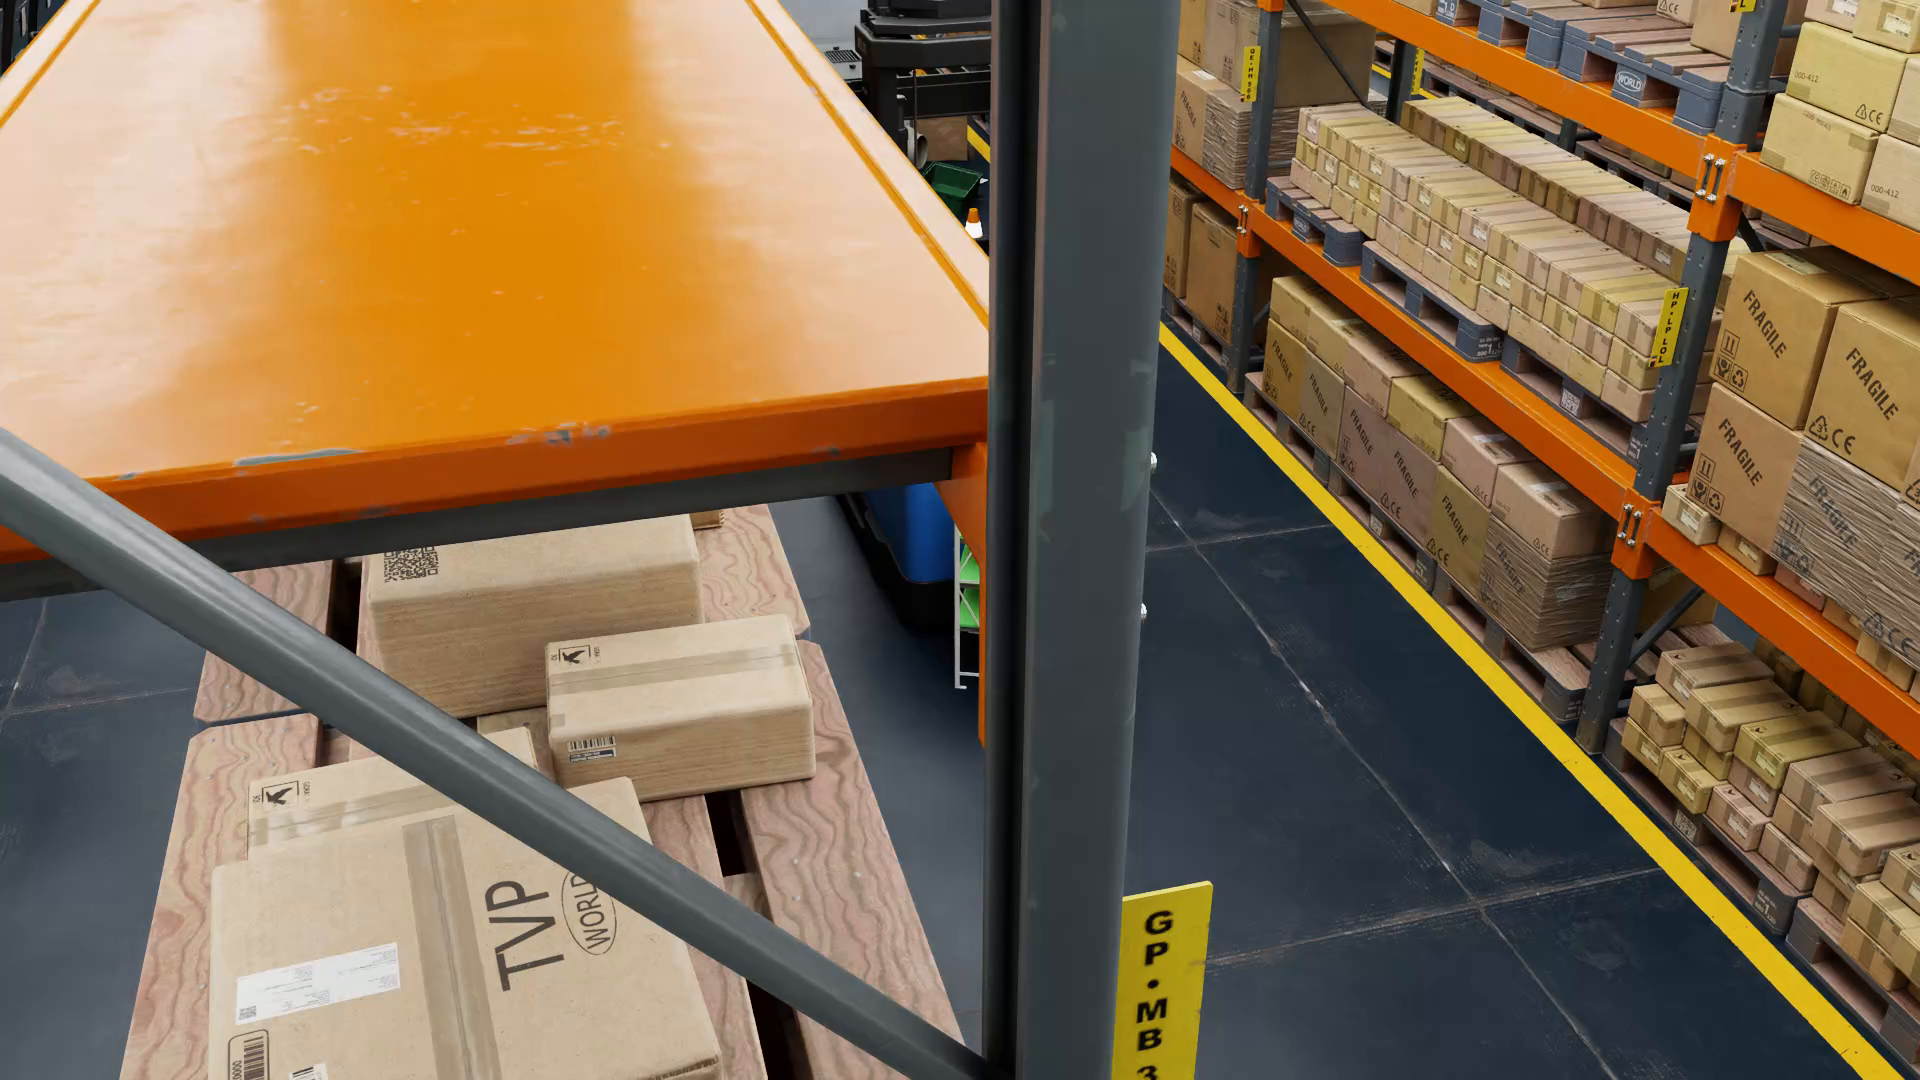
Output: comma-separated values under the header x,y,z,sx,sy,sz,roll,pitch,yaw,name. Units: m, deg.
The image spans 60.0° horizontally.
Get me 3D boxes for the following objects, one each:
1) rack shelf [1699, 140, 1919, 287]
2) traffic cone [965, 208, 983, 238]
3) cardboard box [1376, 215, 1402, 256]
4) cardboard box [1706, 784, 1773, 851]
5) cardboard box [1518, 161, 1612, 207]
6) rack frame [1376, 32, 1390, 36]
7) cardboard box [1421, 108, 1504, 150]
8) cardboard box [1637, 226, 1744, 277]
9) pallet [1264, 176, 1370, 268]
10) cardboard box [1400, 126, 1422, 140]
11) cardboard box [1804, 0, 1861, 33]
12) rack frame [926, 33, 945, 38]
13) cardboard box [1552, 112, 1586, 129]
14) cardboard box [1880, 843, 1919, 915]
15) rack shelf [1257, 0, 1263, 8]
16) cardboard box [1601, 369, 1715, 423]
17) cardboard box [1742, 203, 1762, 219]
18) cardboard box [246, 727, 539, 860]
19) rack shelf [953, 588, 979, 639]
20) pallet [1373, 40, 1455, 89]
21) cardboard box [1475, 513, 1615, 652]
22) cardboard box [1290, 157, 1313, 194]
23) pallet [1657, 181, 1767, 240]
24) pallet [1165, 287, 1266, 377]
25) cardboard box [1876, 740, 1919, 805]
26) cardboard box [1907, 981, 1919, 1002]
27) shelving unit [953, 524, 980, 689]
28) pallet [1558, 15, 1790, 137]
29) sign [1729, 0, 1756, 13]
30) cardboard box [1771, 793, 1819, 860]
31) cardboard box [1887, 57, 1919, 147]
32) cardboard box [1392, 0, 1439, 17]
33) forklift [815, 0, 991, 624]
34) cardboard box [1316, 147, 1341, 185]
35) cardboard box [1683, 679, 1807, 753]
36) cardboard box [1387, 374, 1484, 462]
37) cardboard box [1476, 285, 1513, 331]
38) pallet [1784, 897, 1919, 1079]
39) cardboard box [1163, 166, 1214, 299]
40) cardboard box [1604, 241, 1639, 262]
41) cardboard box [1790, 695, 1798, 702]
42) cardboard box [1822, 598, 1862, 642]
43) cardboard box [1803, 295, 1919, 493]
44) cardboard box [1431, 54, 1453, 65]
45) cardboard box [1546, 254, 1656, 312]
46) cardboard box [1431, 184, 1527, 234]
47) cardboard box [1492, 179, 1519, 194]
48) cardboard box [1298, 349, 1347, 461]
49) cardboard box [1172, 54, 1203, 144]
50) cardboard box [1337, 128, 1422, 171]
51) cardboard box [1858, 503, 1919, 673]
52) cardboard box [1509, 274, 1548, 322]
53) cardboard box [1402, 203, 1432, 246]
x,y,z,sx,sy,sz,roll,pitch,yaw,name
3.852,-0.430,4.722,1.077,0.370,4.000,-8,31,-13,rack shelf
0.098,-2.326,12.807,0.336,0.463,0.334,-8,31,-13,traffic cone
2.473,-1.652,8.942,0.380,0.149,0.250,-7,31,-12,cardboard box
3.295,1.104,6.775,0.380,0.149,0.250,-8,31,-14,cardboard box
3.173,-1.870,8.725,0.380,0.149,0.250,-6,31,-11,cardboard box
4.945,-6.815,18.030,1.000,3.000,0.127,-8,31,-13,rack frame
2.896,-2.374,9.594,0.380,0.149,0.250,-8,31,-14,cardboard box
3.451,-1.369,7.859,0.380,0.149,0.250,-8,31,-14,cardboard box
2.552,-1.927,9.777,1.213,0.211,1.003,-8,31,-13,pallet
2.830,-2.364,9.875,0.380,0.149,0.250,-7,31,-12,cardboard box
3.165,-1.858,5.724,0.380,0.149,0.250,-8,31,-14,cardboard box
0.136,-6.204,16.975,1.000,3.000,0.127,-8,31,-13,rack frame
5.939,-4.182,15.556,0.500,0.500,0.500,-9,31,-15,cardboard box
3.576,1.214,5.991,0.380,0.149,0.250,-9,31,-15,cardboard box
1.729,-4.293,11.397,1.077,0.370,4.000,-8,31,-13,rack shelf
3.025,-0.647,7.205,0.380,0.149,0.250,-9,31,-14,cardboard box
6.555,-2.920,13.356,0.700,0.500,0.500,-5,30,-9,cardboard box
-0.757,0.419,2.270,0.380,0.149,0.250,-10,32,-17,cardboard box
0.129,0.342,8.069,0.258,0.148,0.480,4,30,7,rack shelf
5.147,-5.174,17.979,1.003,0.211,1.213,-8,31,-13,pallet
2.882,0.168,8.042,0.500,0.500,0.500,-8,31,-14,cardboard box
2.184,-2.171,9.837,0.380,0.149,0.250,-8,31,-14,cardboard box
6.542,-2.710,13.721,1.003,0.211,1.213,-8,31,-13,pallet
2.123,-1.524,11.673,1.003,0.211,1.213,-8,31,-13,pallet
3.839,0.896,6.540,0.380,0.149,0.250,-7,31,-12,cardboard box
3.635,1.600,5.918,0.380,0.149,0.250,-7,31,-12,cardboard box
0.129,0.079,7.916,0.258,1.200,0.503,4,30,7,shelving unit
3.260,-1.938,6.797,1.213,0.211,1.003,-8,31,-13,pallet
2.787,-2.026,5.852,0.100,0.325,0.005,-8,31,-13,sign
3.431,1.086,6.509,0.380,0.149,0.250,-9,31,-16,cardboard box
3.345,-1.353,5.249,0.500,0.250,0.500,-8,31,-13,cardboard box
2.432,-2.889,8.154,0.500,0.500,0.500,-8,31,-13,cardboard box
-0.173,-1.572,9.040,1.130,2.935,3.031,-8,31,-14,forklift
2.268,-2.151,9.507,0.380,0.149,0.250,-6,31,-11,cardboard box
3.229,0.721,6.843,0.380,0.149,0.250,-6,31,-11,cardboard box
2.602,-0.663,8.728,0.500,0.250,0.500,-9,31,-15,cardboard box
2.746,-1.148,8.070,0.380,0.149,0.250,-9,31,-15,cardboard box
3.861,1.708,6.088,1.003,0.211,1.213,-8,31,-13,pallet
1.949,-2.276,12.015,1.050,0.750,0.750,-7,31,-13,cardboard box
3.377,-1.367,8.152,0.380,0.149,0.250,-7,31,-11,cardboard box
3.711,0.625,7.306,0.380,0.149,0.250,-7,31,-12,cardboard box
3.409,0.249,6.076,0.380,0.149,0.250,-9,31,-15,cardboard box
3.358,-0.515,5.750,0.500,0.500,0.500,-9,31,-15,cardboard box
5.286,-5.327,17.535,0.500,0.500,0.500,0,30,0,cardboard box
2.888,-1.162,7.500,0.380,0.149,0.250,-9,31,-15,cardboard box
2.609,-1.667,8.373,0.380,0.149,0.250,-8,31,-14,cardboard box
3.104,-1.867,9.016,0.380,0.149,0.250,-8,31,-14,cardboard box
2.338,-0.822,9.753,0.500,0.500,0.500,-7,31,-13,cardboard box
1.618,-3.048,11.422,0.500,0.500,0.500,-8,31,-14,cardboard box
2.330,-2.174,9.249,0.380,0.149,0.250,-8,31,-14,cardboard box
3.447,0.178,5.551,0.500,0.500,0.500,-9,31,-14,cardboard box
2.814,-1.155,7.786,0.380,0.149,0.250,-9,31,-15,cardboard box
2.538,-1.660,8.659,0.380,0.149,0.250,-8,31,-14,cardboard box
